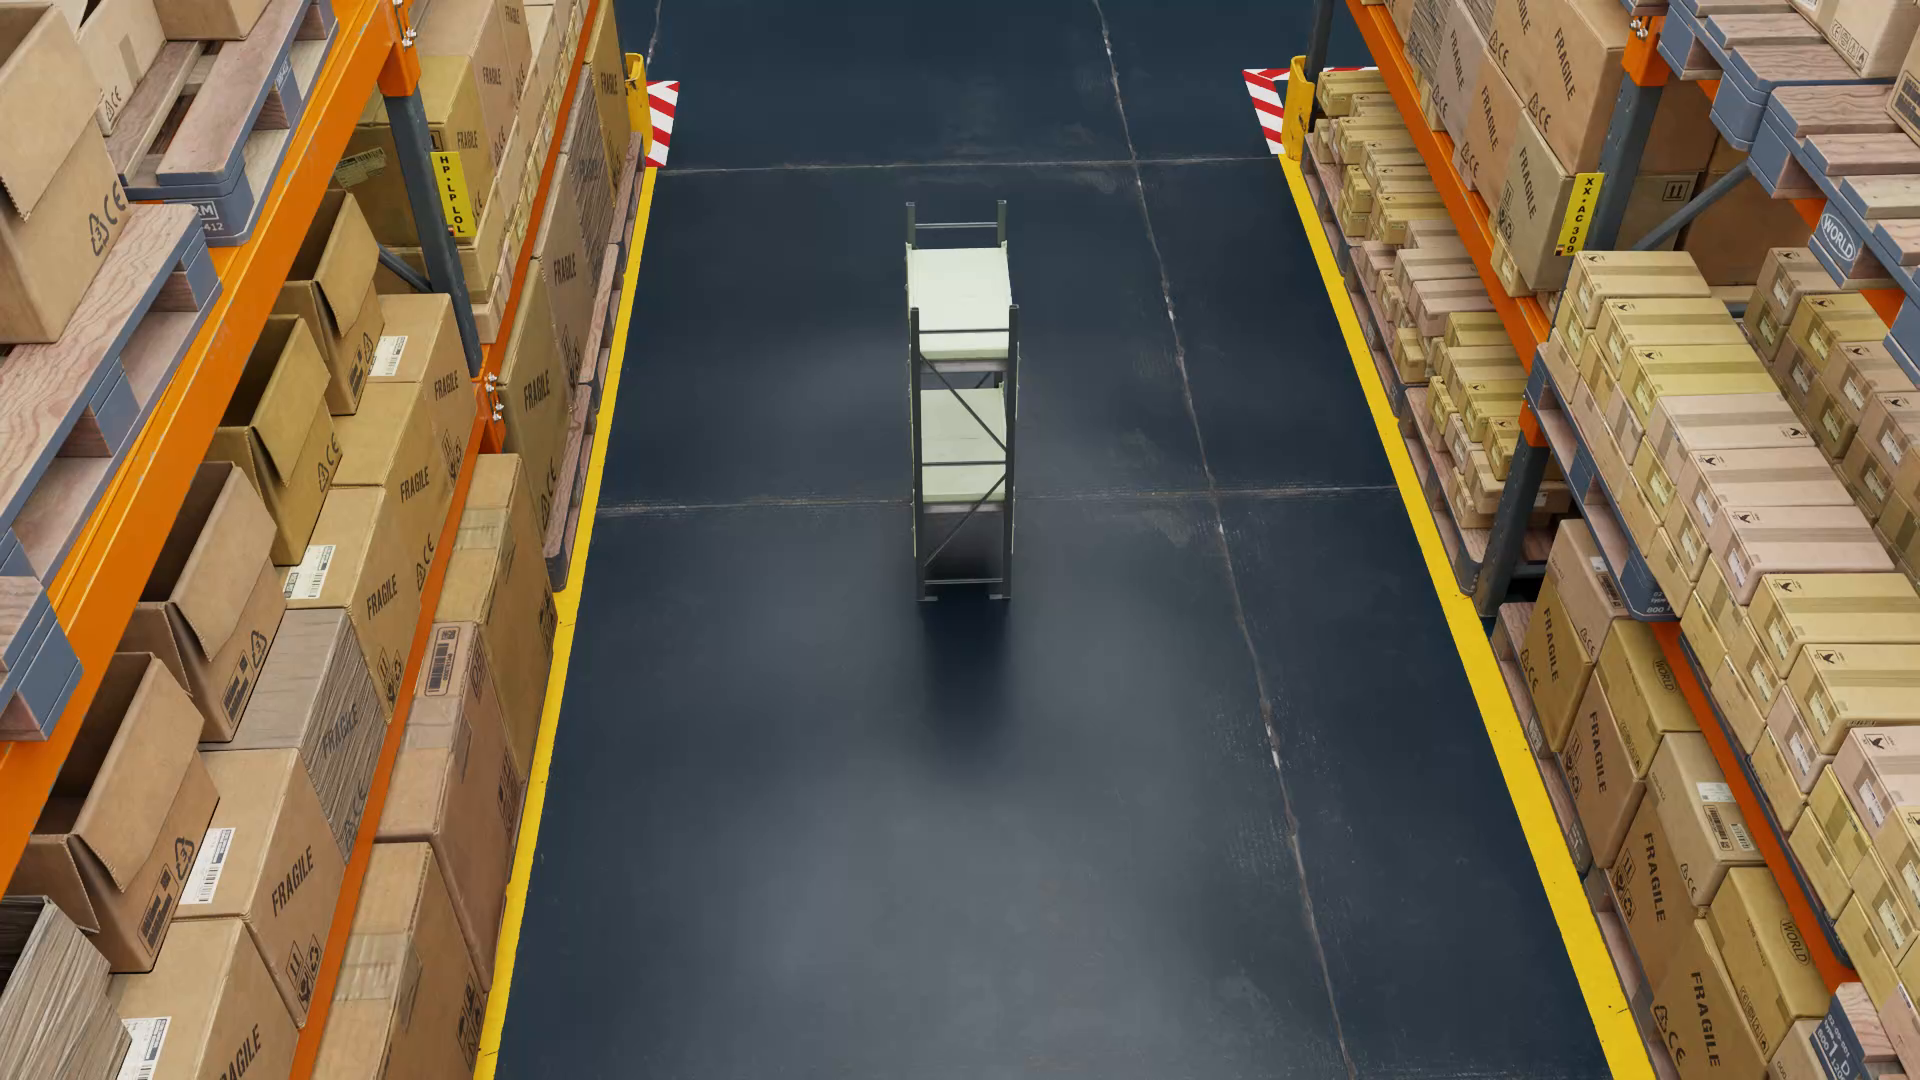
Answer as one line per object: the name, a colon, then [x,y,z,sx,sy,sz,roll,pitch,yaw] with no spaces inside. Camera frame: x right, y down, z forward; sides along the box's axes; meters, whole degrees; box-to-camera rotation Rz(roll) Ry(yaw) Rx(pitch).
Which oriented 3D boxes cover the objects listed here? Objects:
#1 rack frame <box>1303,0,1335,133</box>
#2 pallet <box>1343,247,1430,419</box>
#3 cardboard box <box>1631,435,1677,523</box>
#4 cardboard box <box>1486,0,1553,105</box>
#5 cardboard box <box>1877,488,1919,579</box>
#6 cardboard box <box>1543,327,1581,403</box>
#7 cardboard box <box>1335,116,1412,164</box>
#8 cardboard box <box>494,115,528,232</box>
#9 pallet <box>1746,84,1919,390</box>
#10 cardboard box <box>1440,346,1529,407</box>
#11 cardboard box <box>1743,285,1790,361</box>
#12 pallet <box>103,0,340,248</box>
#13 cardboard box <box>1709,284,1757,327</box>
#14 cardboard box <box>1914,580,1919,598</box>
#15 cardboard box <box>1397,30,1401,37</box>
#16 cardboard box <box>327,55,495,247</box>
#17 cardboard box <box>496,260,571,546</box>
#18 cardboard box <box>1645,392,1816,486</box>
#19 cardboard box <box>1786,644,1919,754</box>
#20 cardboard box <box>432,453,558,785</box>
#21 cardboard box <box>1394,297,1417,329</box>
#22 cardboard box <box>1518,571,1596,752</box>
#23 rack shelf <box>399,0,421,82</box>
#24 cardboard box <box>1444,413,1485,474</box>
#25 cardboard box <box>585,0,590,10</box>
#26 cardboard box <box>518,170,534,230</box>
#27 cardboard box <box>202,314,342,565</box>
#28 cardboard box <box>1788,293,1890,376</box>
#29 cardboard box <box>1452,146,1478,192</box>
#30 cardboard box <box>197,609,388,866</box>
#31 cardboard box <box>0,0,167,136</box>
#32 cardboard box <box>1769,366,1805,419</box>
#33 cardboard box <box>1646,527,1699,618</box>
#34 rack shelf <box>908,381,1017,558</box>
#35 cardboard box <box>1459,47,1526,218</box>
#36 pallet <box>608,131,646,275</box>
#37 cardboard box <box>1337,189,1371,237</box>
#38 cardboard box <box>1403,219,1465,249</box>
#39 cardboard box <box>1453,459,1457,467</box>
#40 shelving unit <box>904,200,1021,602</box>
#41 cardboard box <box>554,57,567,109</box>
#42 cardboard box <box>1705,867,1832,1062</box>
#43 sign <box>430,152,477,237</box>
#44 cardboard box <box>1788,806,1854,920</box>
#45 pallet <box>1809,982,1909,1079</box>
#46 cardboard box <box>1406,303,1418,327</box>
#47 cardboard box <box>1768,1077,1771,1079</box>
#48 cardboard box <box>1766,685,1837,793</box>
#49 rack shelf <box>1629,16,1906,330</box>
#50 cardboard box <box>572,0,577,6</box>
rack frame: [2.523,-3.529,9.030,1.000,3.000,0.127,-2,43,-2]
pallet: [2.574,-1.079,8.420,1.003,0.211,1.213,-2,43,-2]
cardboard box: [2.286,-0.197,5.049,0.380,0.149,0.250,-3,43,-4]
cardboard box: [2.375,-2.002,6.330,0.500,0.500,0.500,-3,43,-3]
cardboard box: [2.952,-0.032,4.870,0.380,0.149,0.250,-4,43,-4]
cardboard box: [2.250,-0.612,5.722,0.380,0.149,0.250,-4,43,-4]
cardboard box: [2.220,-2.132,8.865,0.380,0.149,0.250,-2,43,-2]
cardboard box: [-2.042,-1.470,6.674,0.500,0.250,0.500,-2,43,-2]
pallet: [2.659,-0.745,3.912,1.213,0.211,1.003,-2,43,-2]
cardboard box: [2.349,-0.724,7.328,0.380,0.149,0.250,-2,43,-2]
cardboard box: [2.907,-0.738,5.640,0.380,0.149,0.250,0,43,0]
pallet: [-2.179,-1.172,4.380,0.805,0.209,1.217,-3,43,-4]
cardboard box: [3.007,-0.937,6.388,0.380,0.149,0.250,0,43,0]
cardboard box: [2.966,0.251,4.781,0.380,0.149,0.250,0,43,0]
cardboard box: [2.354,-2.500,8.093,0.380,0.149,0.250,-2,43,-2]
cardboard box: [-2.032,-1.416,6.061,0.500,0.500,0.500,-2,43,-2]
cardboard box: [-2.215,-0.574,7.068,0.875,0.875,0.875,-2,43,-2]
cardboard box: [2.284,-0.301,4.943,0.380,0.149,0.250,-2,43,-2]
cardboard box: [2.331,0.399,4.179,0.380,0.149,0.250,0,43,0]
cardboard box: [-2.220,0.305,6.108,1.225,0.875,0.875,-2,43,-2]
cardboard box: [2.347,-1.064,8.140,0.380,0.149,0.250,-1,43,-1]
cardboard box: [2.459,0.444,6.234,0.500,0.500,0.500,0,43,0]
rack shelf: [-2.352,-2.945,6.706,1.077,0.370,4.000,-2,43,-2]
cardboard box: [2.338,-0.428,7.226,0.380,0.149,0.250,-4,43,-4]
cardboard box: [-2.071,-2.786,8.405,0.380,0.149,0.250,-2,43,-2]
cardboard box: [-1.983,-1.404,6.897,0.380,0.149,0.250,-3,43,-3]
cardboard box: [-2.214,-0.267,4.654,0.797,0.503,0.637,-1,43,-1]
cardboard box: [2.917,-0.663,5.338,0.380,0.149,0.250,-3,43,-3]
cardboard box: [2.347,-1.632,7.147,0.380,0.149,0.250,-3,43,-4]
cardboard box: [-1.915,0.542,4.515,0.500,0.500,0.500,-1,43,-2]
cardboard box: [-2.311,-1.239,4.067,0.500,0.311,0.500,-3,43,-3]
cardboard box: [2.919,-0.453,5.549,0.380,0.149,0.250,-1,43,-2]
cardboard box: [2.295,0.085,4.962,0.380,0.149,0.250,-3,43,-4]
rack shelf: [0.000,-0.308,7.108,0.431,0.370,0.720,-2,43,-2]
cardboard box: [2.369,-1.644,6.680,0.500,0.500,0.500,-3,43,-3]
pallet: [-2.325,-1.889,9.305,1.003,0.211,1.213,-2,43,-2]
cardboard box: [2.237,-1.753,8.891,0.380,0.149,0.250,-1,43,-1]
cardboard box: [2.387,-1.434,8.103,0.380,0.149,0.250,-2,43,-2]
cardboard box: [2.408,-0.365,7.377,0.380,0.149,0.250,-1,43,-1]
shelving unit: [0.000,-0.548,6.888,0.431,1.500,0.755,-2,43,-2]
cardboard box: [-2.028,-2.099,7.656,0.380,0.149,0.250,-1,43,-1]
cardboard box: [2.533,1.223,4.829,0.500,0.250,0.500,-1,43,-1]
sign: [-1.726,-1.174,5.663,0.100,0.325,0.005,-2,43,-2]
cardboard box: [2.342,0.798,4.184,0.380,0.149,0.250,-3,43,-4]
pallet: [2.726,1.464,3.724,1.213,0.211,1.003,-2,43,-2]
cardboard box: [2.374,-1.134,7.995,0.380,0.149,0.250,-4,43,-4]
cardboard box: [2.555,1.851,4.700,0.500,0.500,0.500,0,43,0]
cardboard box: [2.329,0.509,4.280,0.380,0.149,0.250,-1,43,-1]
rack shelf: [2.777,-0.319,3.840,1.077,0.370,4.000,-2,43,-2]
cardboard box: [-2.131,-2.847,8.177,0.500,0.250,0.500,-2,43,-3]
